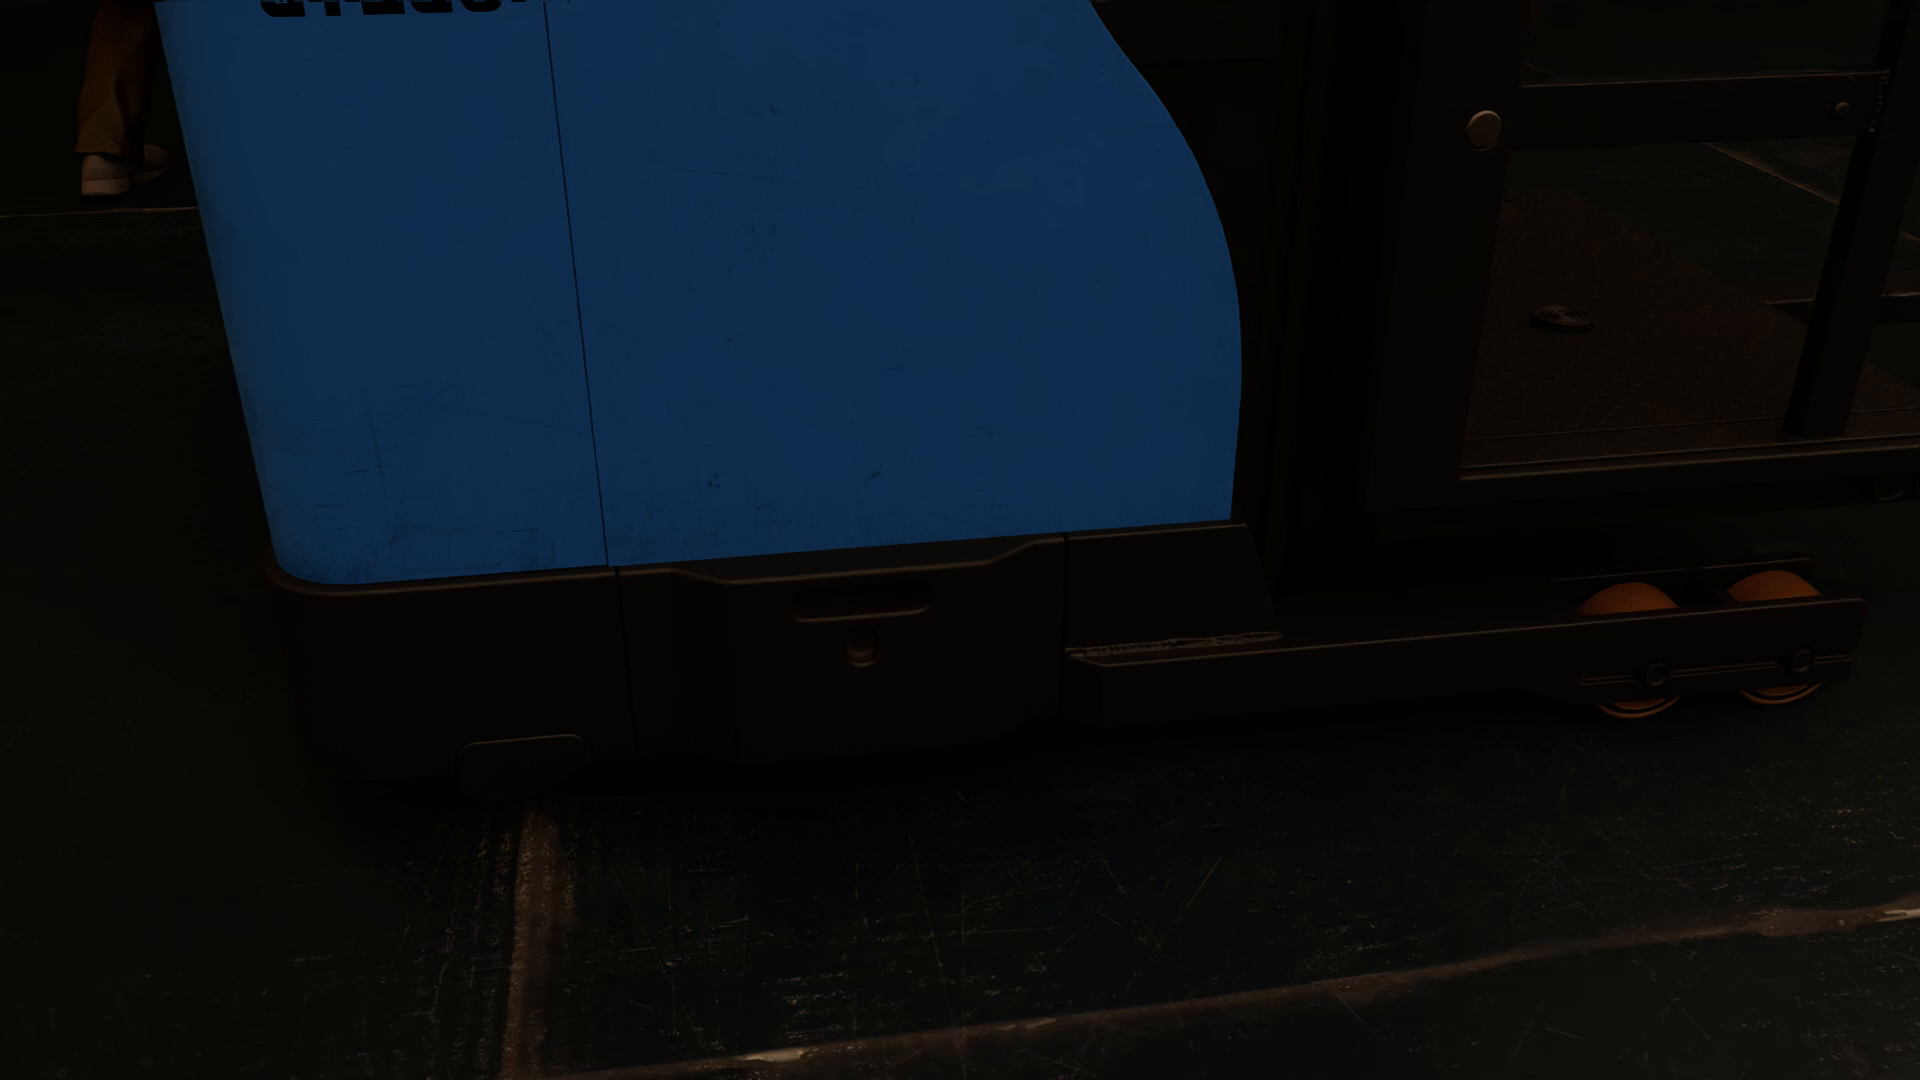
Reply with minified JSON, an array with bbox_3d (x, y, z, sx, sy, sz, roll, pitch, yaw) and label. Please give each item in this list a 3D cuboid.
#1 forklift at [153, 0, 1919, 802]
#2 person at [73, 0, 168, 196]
[{"bbox_3d":[0.671,-1.313,1.847,3.031,2.935,1.130,-4,28,-8],"label":"forklift"},{"bbox_3d":[-1.921,-1.666,3.981,0.806,1.590,0.819,4,28,7],"label":"person"}]
